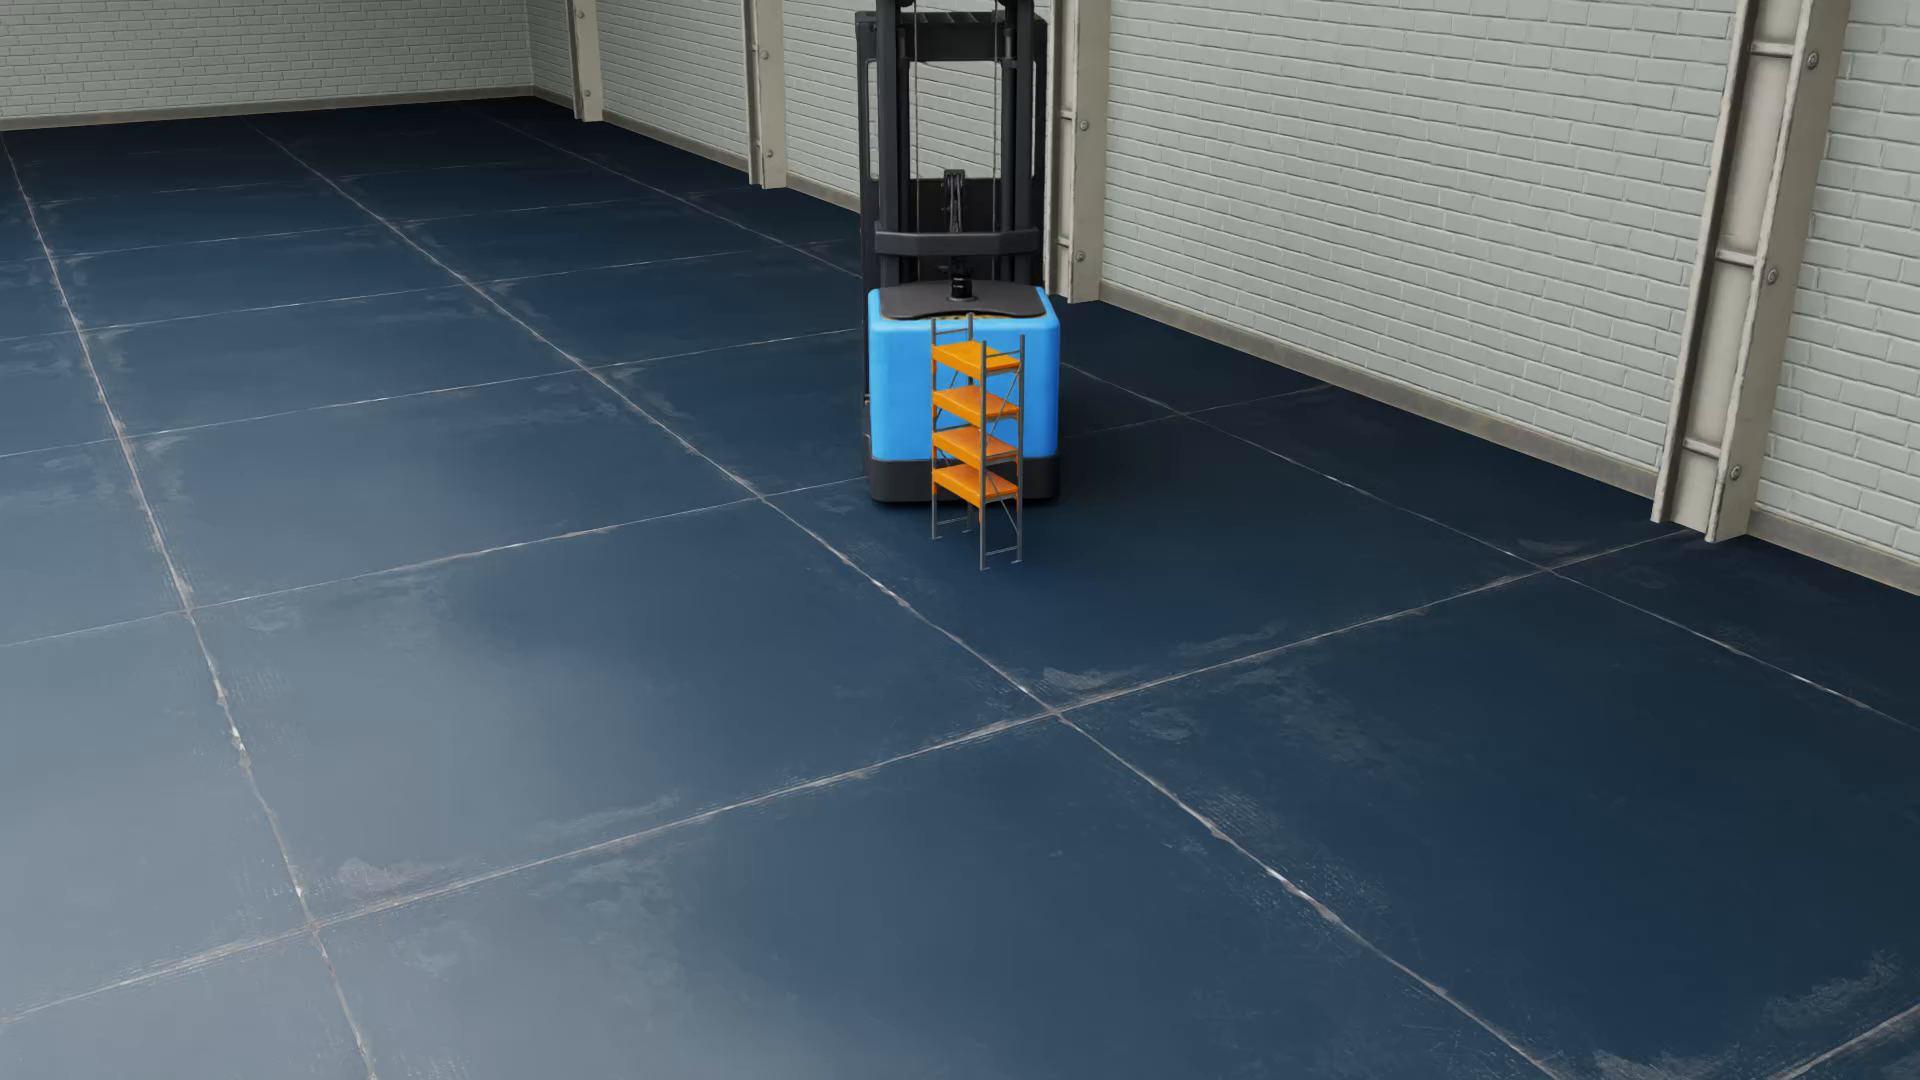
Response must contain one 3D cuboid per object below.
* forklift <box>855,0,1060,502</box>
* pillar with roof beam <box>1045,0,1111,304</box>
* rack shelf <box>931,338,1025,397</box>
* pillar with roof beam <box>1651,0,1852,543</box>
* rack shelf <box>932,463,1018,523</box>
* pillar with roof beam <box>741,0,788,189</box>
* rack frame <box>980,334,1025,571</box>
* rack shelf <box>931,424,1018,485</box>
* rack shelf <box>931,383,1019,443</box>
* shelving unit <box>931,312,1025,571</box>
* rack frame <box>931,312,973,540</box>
[{"bbox_3d":[-0.064,-2.078,10.032,1.130,2.935,3.031,-1,22,-4],"label":"forklift"},{"bbox_3d":[-2.765,-5.358,10.044,9.100,9.000,0.400,-13,25,-28],"label":"pillar with roof beam"},{"bbox_3d":[0.085,-0.866,8.306,0.258,0.148,0.480,-13,25,-28],"label":"rack shelf"},{"bbox_3d":[0.300,-3.416,5.265,9.100,9.000,0.400,-13,25,-28],"label":"pillar with roof beam"},{"bbox_3d":[0.085,-0.256,8.554,0.258,0.148,0.480,-13,25,-28],"label":"rack shelf"},{"bbox_3d":[-5.830,-7.301,14.822,9.100,9.000,0.400,-13,25,-28],"label":"pillar with roof beam"},{"bbox_3d":[0.209,-0.423,8.259,0.240,1.200,0.015,-13,25,-28],"label":"rack frame"},{"bbox_3d":[0.085,-0.440,8.479,0.258,0.148,0.480,-13,25,-28],"label":"rack shelf"},{"bbox_3d":[0.085,-0.647,8.395,0.258,0.148,0.480,-13,25,-28],"label":"rack shelf"},{"bbox_3d":[0.085,-0.502,8.454,0.258,1.200,0.503,-13,25,-28],"label":"shelving unit"},{"bbox_3d":[-0.040,-0.581,8.648,0.240,1.200,0.015,-13,25,-28],"label":"rack frame"}]
